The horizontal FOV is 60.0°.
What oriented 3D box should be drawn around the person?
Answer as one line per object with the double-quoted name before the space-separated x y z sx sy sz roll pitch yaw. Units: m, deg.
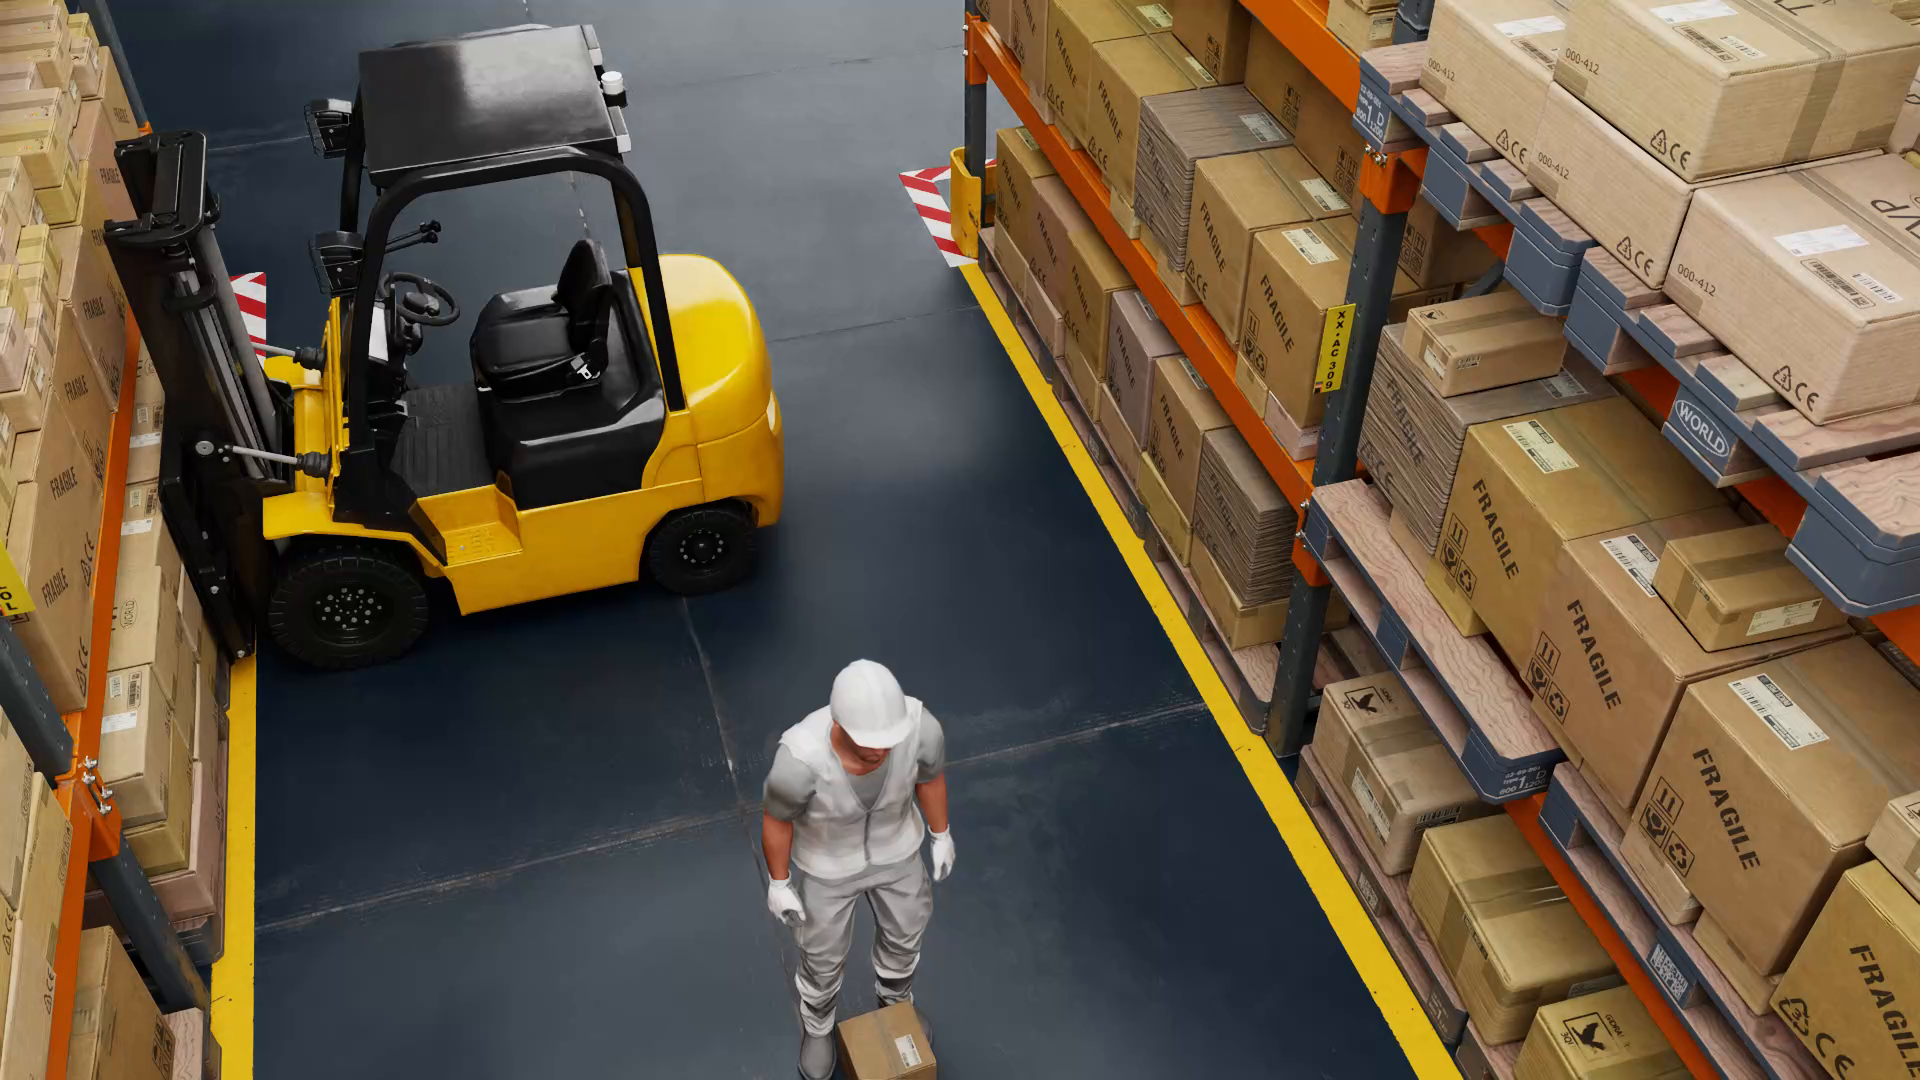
"person" -0.296 0.986 5.050 0.609 1.777 0.453 -14 44 -15
